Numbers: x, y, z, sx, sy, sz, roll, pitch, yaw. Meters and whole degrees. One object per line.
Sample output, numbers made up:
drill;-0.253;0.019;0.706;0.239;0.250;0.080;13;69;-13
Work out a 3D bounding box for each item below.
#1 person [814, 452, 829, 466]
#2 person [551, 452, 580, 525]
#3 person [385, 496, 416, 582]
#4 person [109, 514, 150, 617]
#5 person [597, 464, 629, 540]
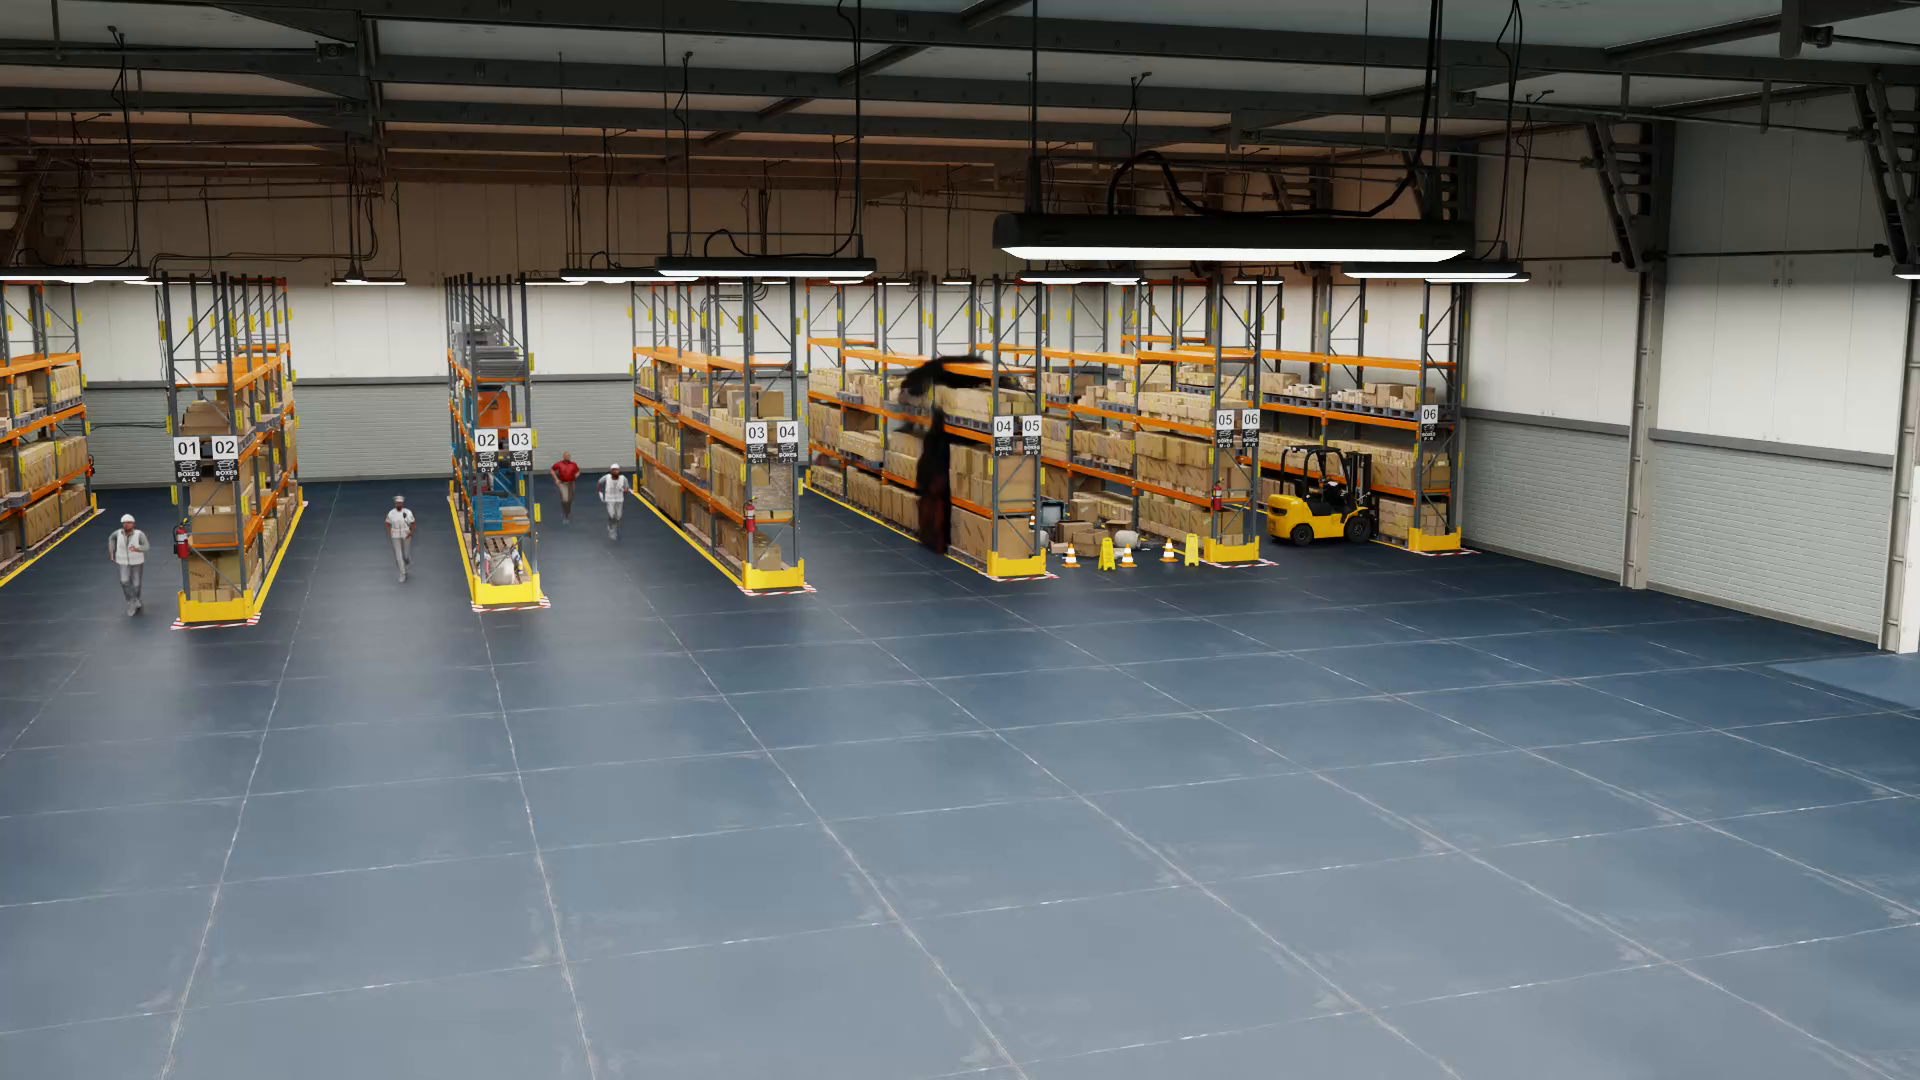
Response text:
person;-4.050;-2.554;49.570;0.629;1.684;0.602;-1;9;-4
person;-9.663;-1.276;40.892;0.642;1.802;0.817;-6;10;-33
person;-11.083;-0.058;32.975;0.590;1.683;0.743;-3;9;-16
person;-14.677;0.430;29.433;0.679;1.810;0.847;-3;9;-19
person;-7.896;-0.875;37.996;0.662;1.744;0.766;-4;9;-24
